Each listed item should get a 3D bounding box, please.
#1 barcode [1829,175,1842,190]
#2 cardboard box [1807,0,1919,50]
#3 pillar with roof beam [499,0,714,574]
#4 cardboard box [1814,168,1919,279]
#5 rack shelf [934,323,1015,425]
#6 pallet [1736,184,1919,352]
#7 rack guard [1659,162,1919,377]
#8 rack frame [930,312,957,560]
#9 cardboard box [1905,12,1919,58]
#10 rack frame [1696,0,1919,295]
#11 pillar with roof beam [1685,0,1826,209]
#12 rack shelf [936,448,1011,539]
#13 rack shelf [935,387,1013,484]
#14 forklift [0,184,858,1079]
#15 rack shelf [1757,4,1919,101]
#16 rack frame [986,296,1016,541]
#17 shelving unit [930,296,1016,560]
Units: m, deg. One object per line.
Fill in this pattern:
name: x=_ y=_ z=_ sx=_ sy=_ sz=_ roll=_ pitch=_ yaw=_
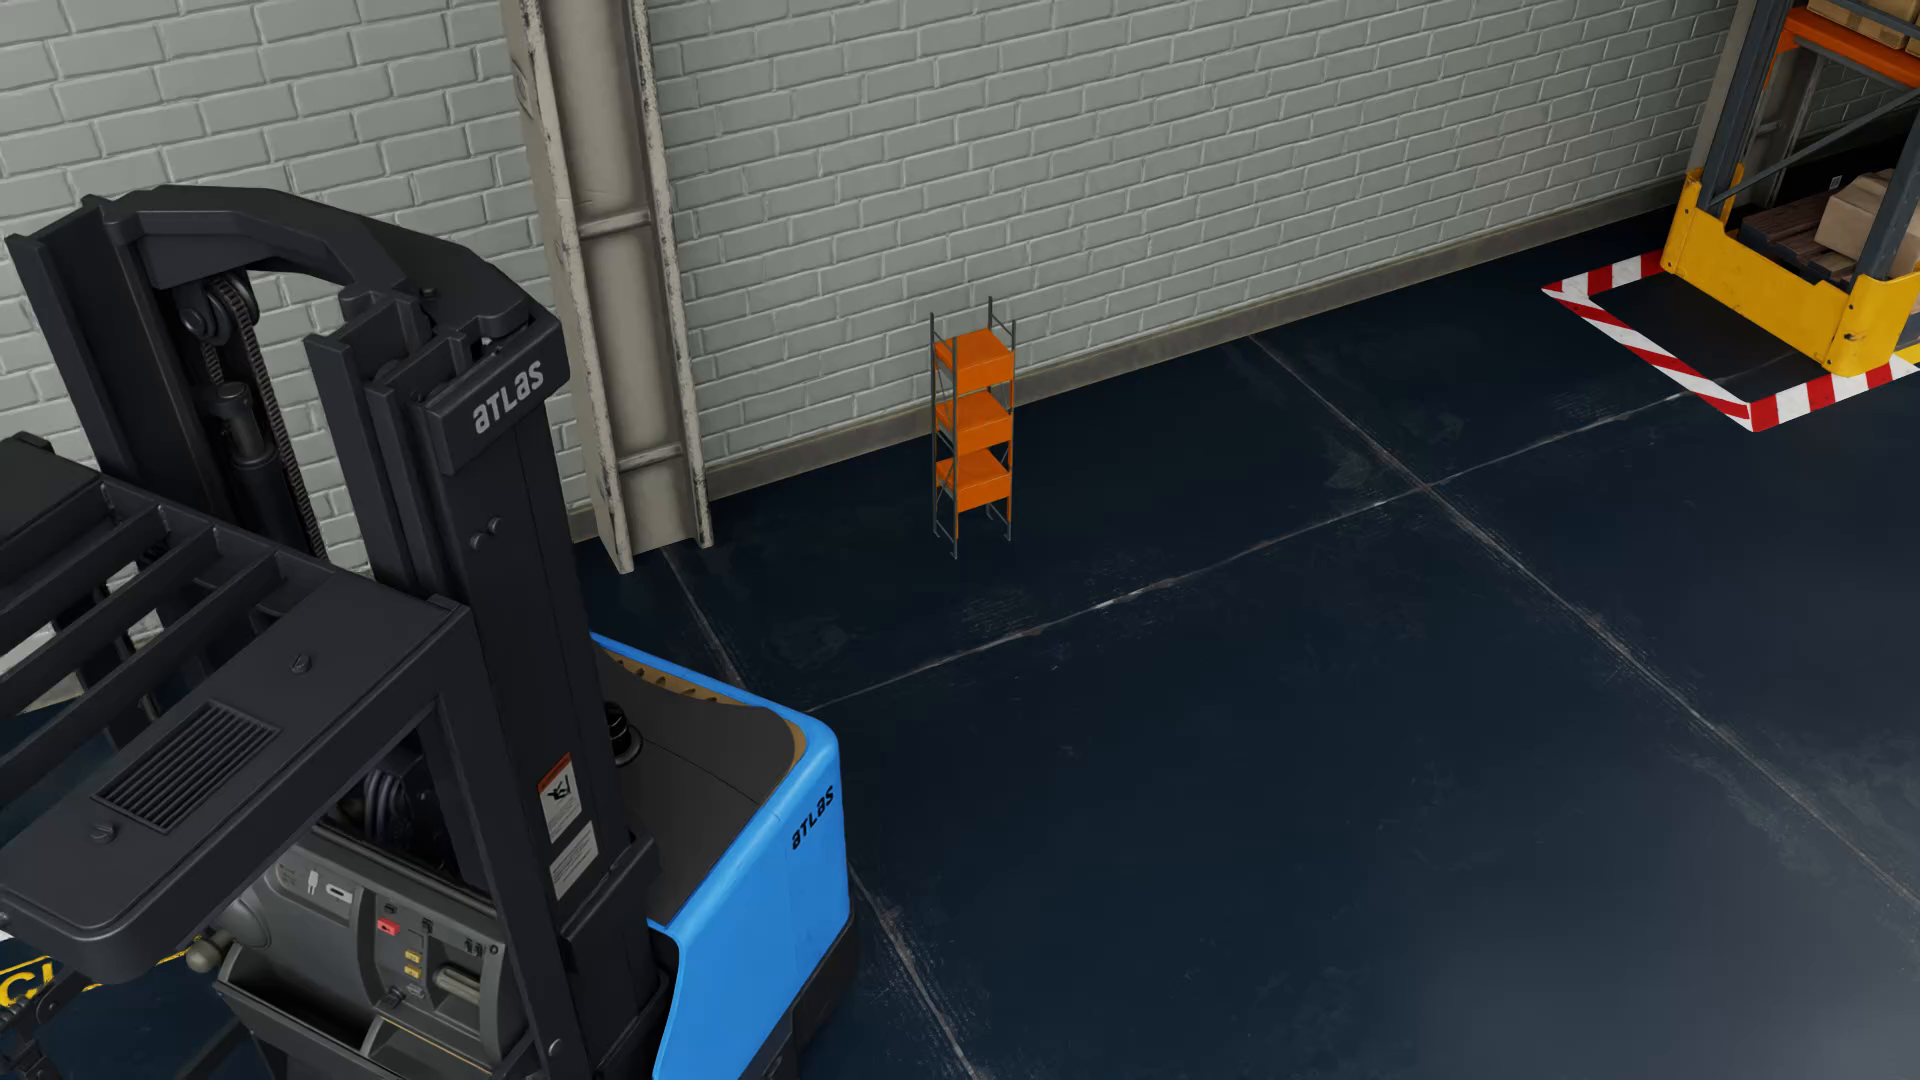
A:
barcode: x=4.348 y=-1.775 z=8.259 sx=0.075 sy=0.075 sz=0.001 roll=-19 pitch=44 yaw=-21
cardboard box: x=4.187 y=-2.442 z=7.414 sx=0.500 sy=0.250 sz=0.500 roll=-18 pitch=43 yaw=-20
pillar with roof beam: x=0.750 y=-0.978 z=0.940 sx=0.400 sy=9.000 sz=9.100 roll=-19 pitch=44 yaw=-21
cardboard box: x=4.517 y=-1.537 z=7.985 sx=0.500 sy=0.311 sz=0.500 roll=-24 pitch=46 yaw=-25
rack shelf: x=0.047 y=-0.625 z=6.253 sx=0.240 sy=0.259 sz=0.215 roll=-19 pitch=44 yaw=-21
pallet: x=4.666 y=-1.421 z=8.266 sx=1.213 sy=0.211 sz=1.003 roll=-19 pitch=44 yaw=-21
rack guard: x=3.929 y=-1.309 z=7.910 sx=0.348 sy=0.500 sz=1.175 roll=-19 pitch=44 yaw=-21
rack frame: x=-0.061 y=-0.380 z=6.387 sx=0.008 sy=1.050 sz=0.200 roll=-19 pitch=44 yaw=-21
cardboard box: x=4.441 y=-2.155 z=7.075 sx=0.500 sy=0.250 sz=0.500 roll=-20 pitch=44 yaw=-22
rack frame: x=3.862 y=-2.241 z=7.076 sx=0.127 sy=3.000 sz=1.000 roll=-19 pitch=44 yaw=-21
pillar with roof beam: x=6.072 y=-2.768 z=3.055 sx=0.400 sy=9.000 sz=9.100 roll=-19 pitch=44 yaw=-21
rack shelf: x=0.047 y=-0.196 z=6.616 sx=0.240 sy=0.259 sz=0.215 roll=-19 pitch=44 yaw=-21
rack shelf: x=0.047 y=-0.409 z=6.437 sx=0.240 sy=0.259 sz=0.215 roll=-19 pitch=44 yaw=-21
forklift: x=-1.435 y=0.911 z=3.406 sx=1.130 sy=2.935 sz=3.031 roll=18 pitch=44 yaw=20
rack shelf: x=5.636 y=-2.563 z=8.013 sx=4.000 sy=0.370 sz=1.077 roll=-19 pitch=44 yaw=-21
rack frame: x=0.156 y=-0.453 z=6.473 sx=0.008 sy=1.050 sz=0.200 roll=-19 pitch=44 yaw=-21
shelving unit: x=0.047 y=-0.417 z=6.430 sx=0.252 sy=1.050 sz=0.215 roll=-19 pitch=44 yaw=-21
